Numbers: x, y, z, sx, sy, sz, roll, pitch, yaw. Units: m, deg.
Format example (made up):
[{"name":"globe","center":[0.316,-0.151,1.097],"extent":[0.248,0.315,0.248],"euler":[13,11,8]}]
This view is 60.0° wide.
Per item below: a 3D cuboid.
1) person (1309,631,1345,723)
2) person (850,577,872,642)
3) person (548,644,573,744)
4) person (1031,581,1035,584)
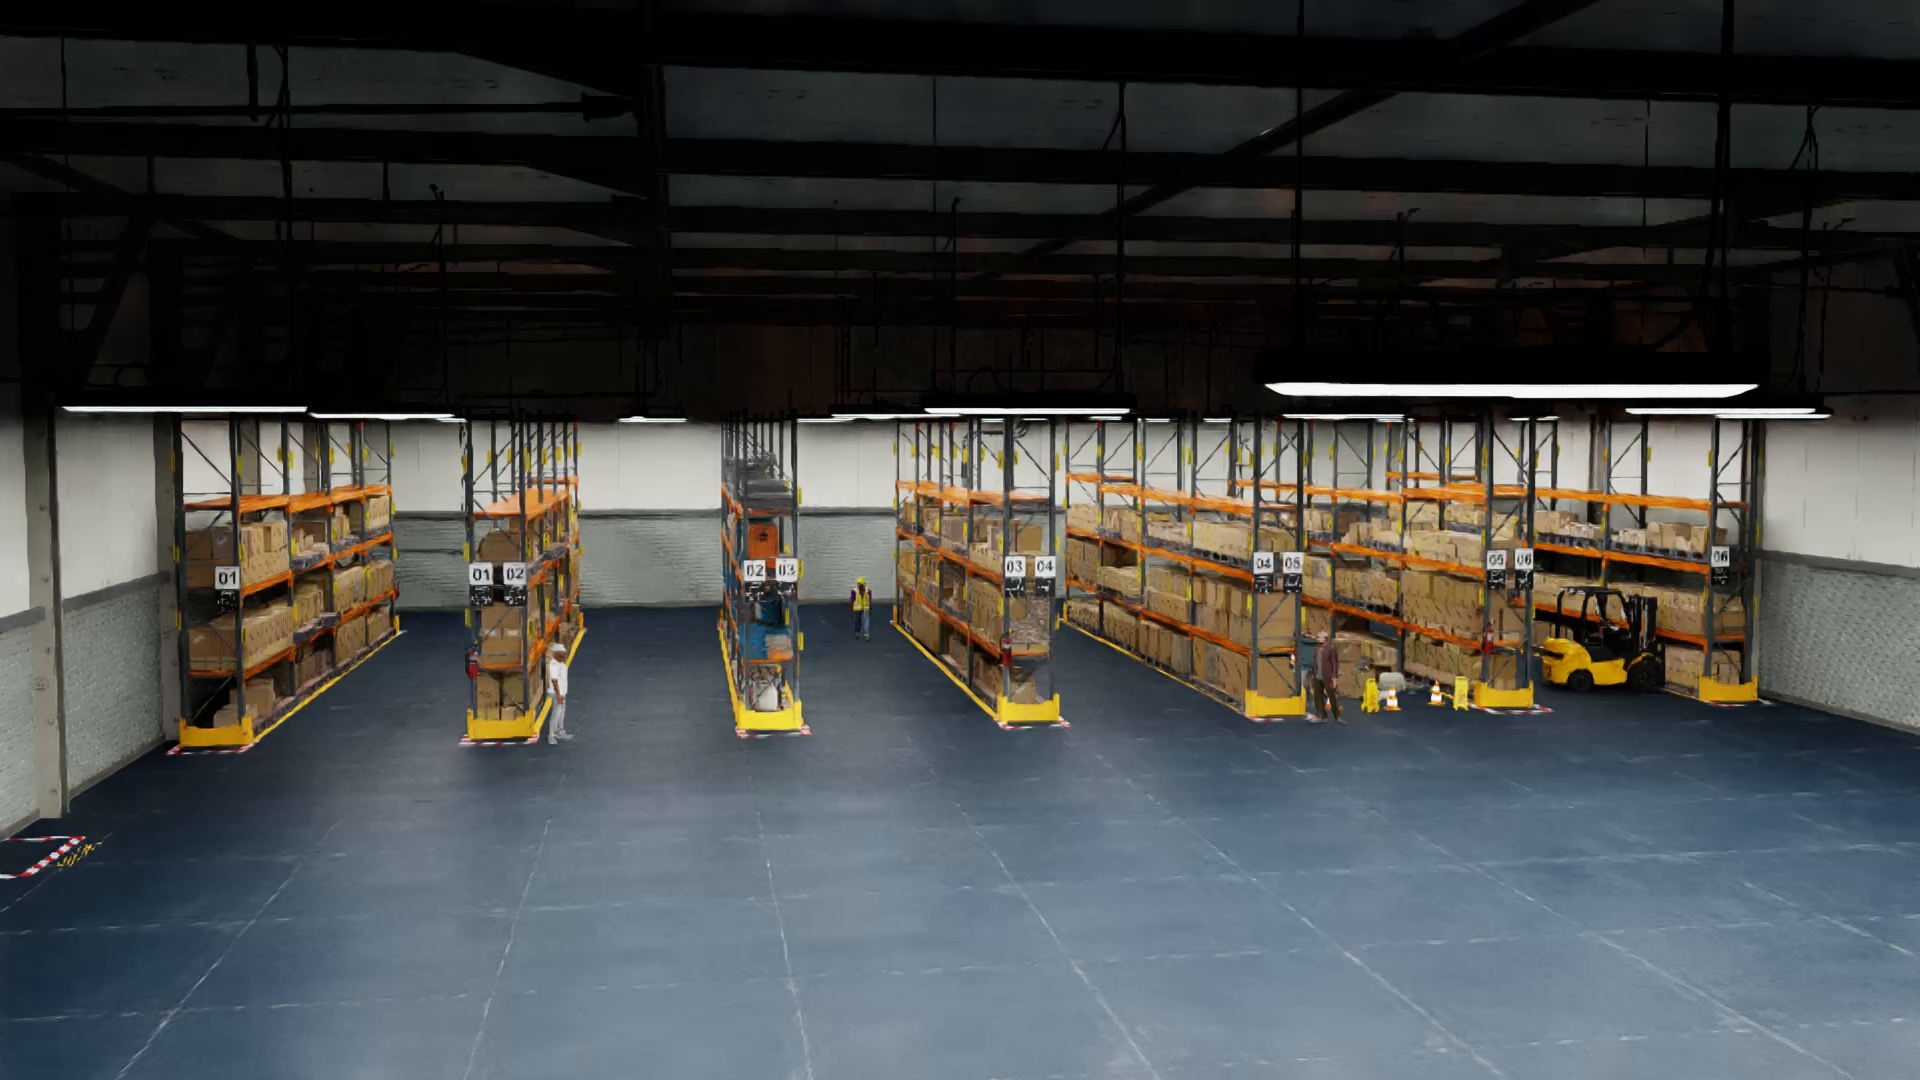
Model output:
[{"name":"person","center":[7.025,2.719,31.861],"extent":[0.596,1.581,0.692],"euler":[-3,5,-40]},{"name":"person","center":[-2.610,1.808,43.884],"extent":[0.577,1.691,1.121],"euler":[-1,4,-8]},{"name":"person","center":[-7.199,2.734,29.892],"extent":[0.383,1.771,0.728],"euler":[0,4,-4]},{"name":"person","center":[2.179,1.255,52.516],"extent":[0.475,1.590,1.003],"euler":[0,4,-1]}]
